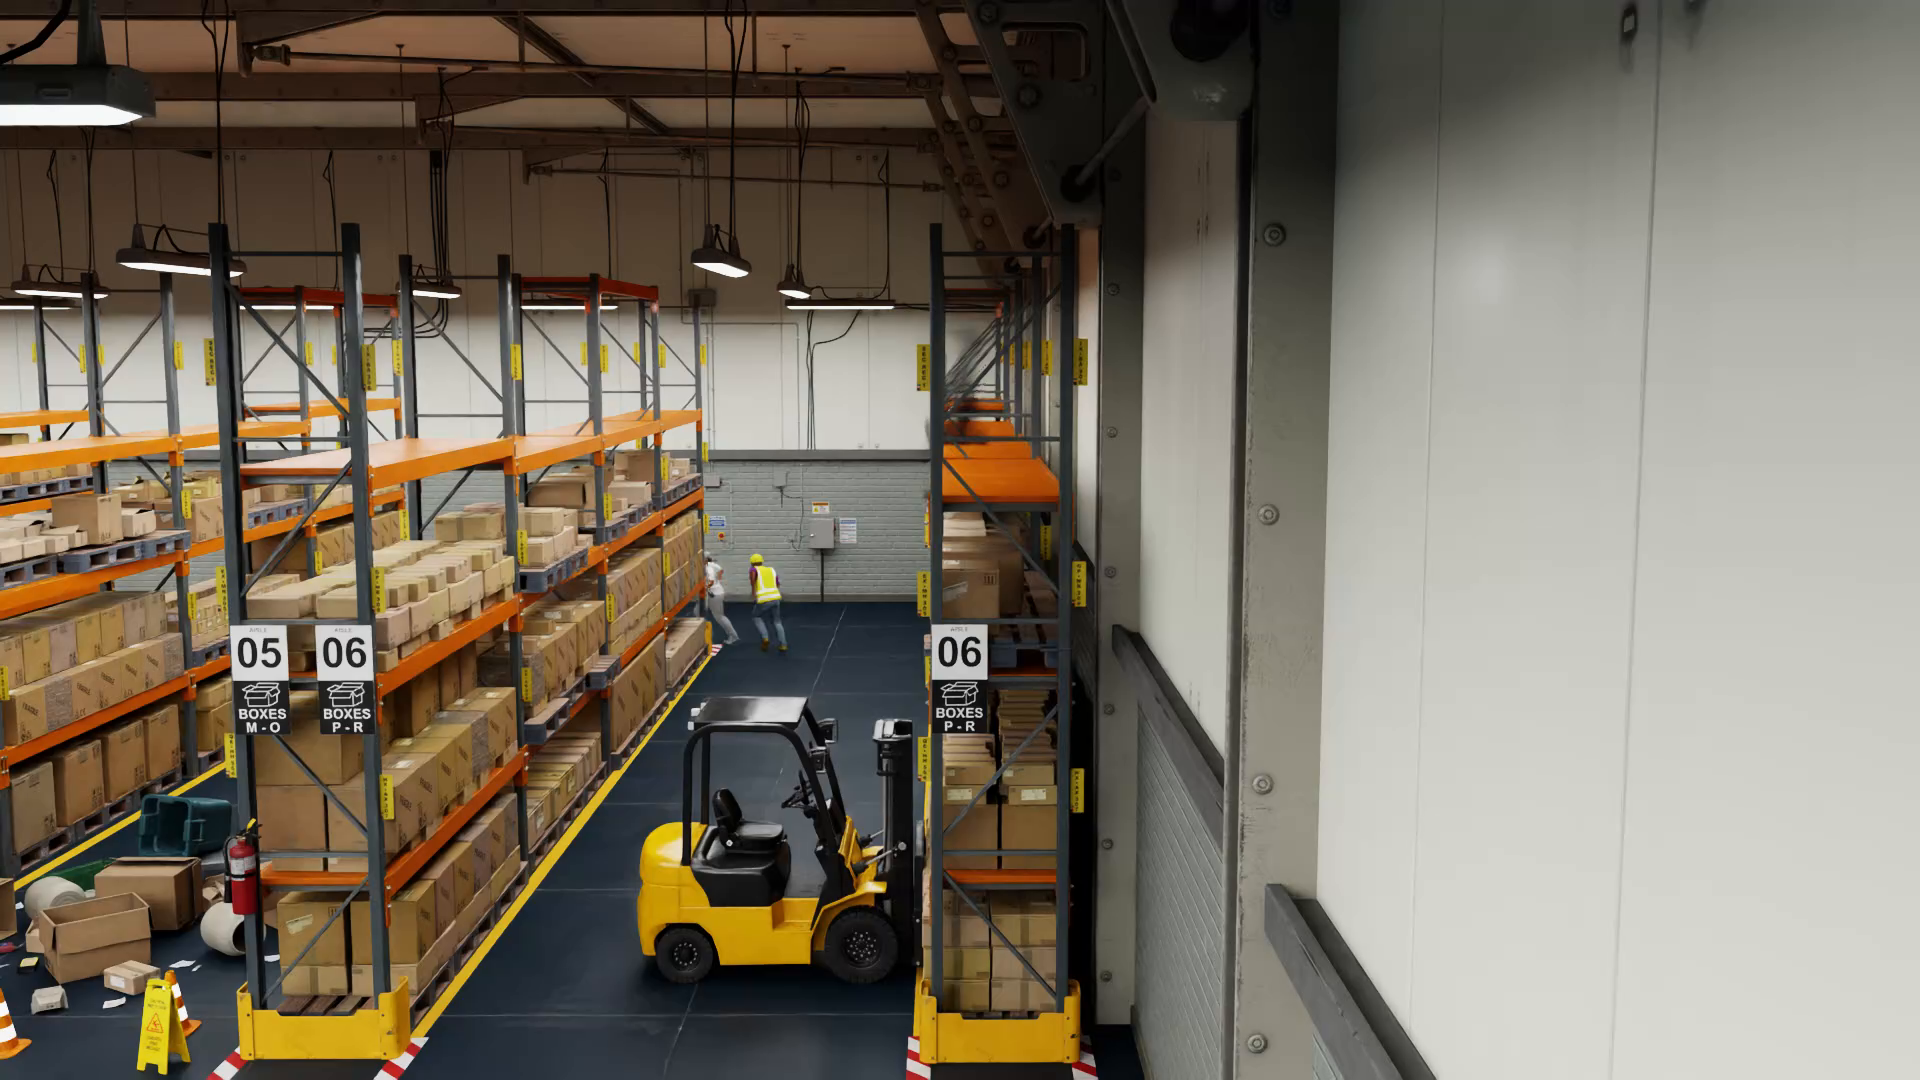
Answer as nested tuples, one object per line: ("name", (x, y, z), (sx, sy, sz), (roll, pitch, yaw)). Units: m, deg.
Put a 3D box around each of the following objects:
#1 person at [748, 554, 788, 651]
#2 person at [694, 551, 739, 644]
("person", (-3.276, 1.091, 28.112), (0.737, 1.666, 0.969), (-6, 9, -43))
("person", (-4.246, 1.008, 28.815), (0.777, 1.669, 0.642), (-1, 7, -6))
